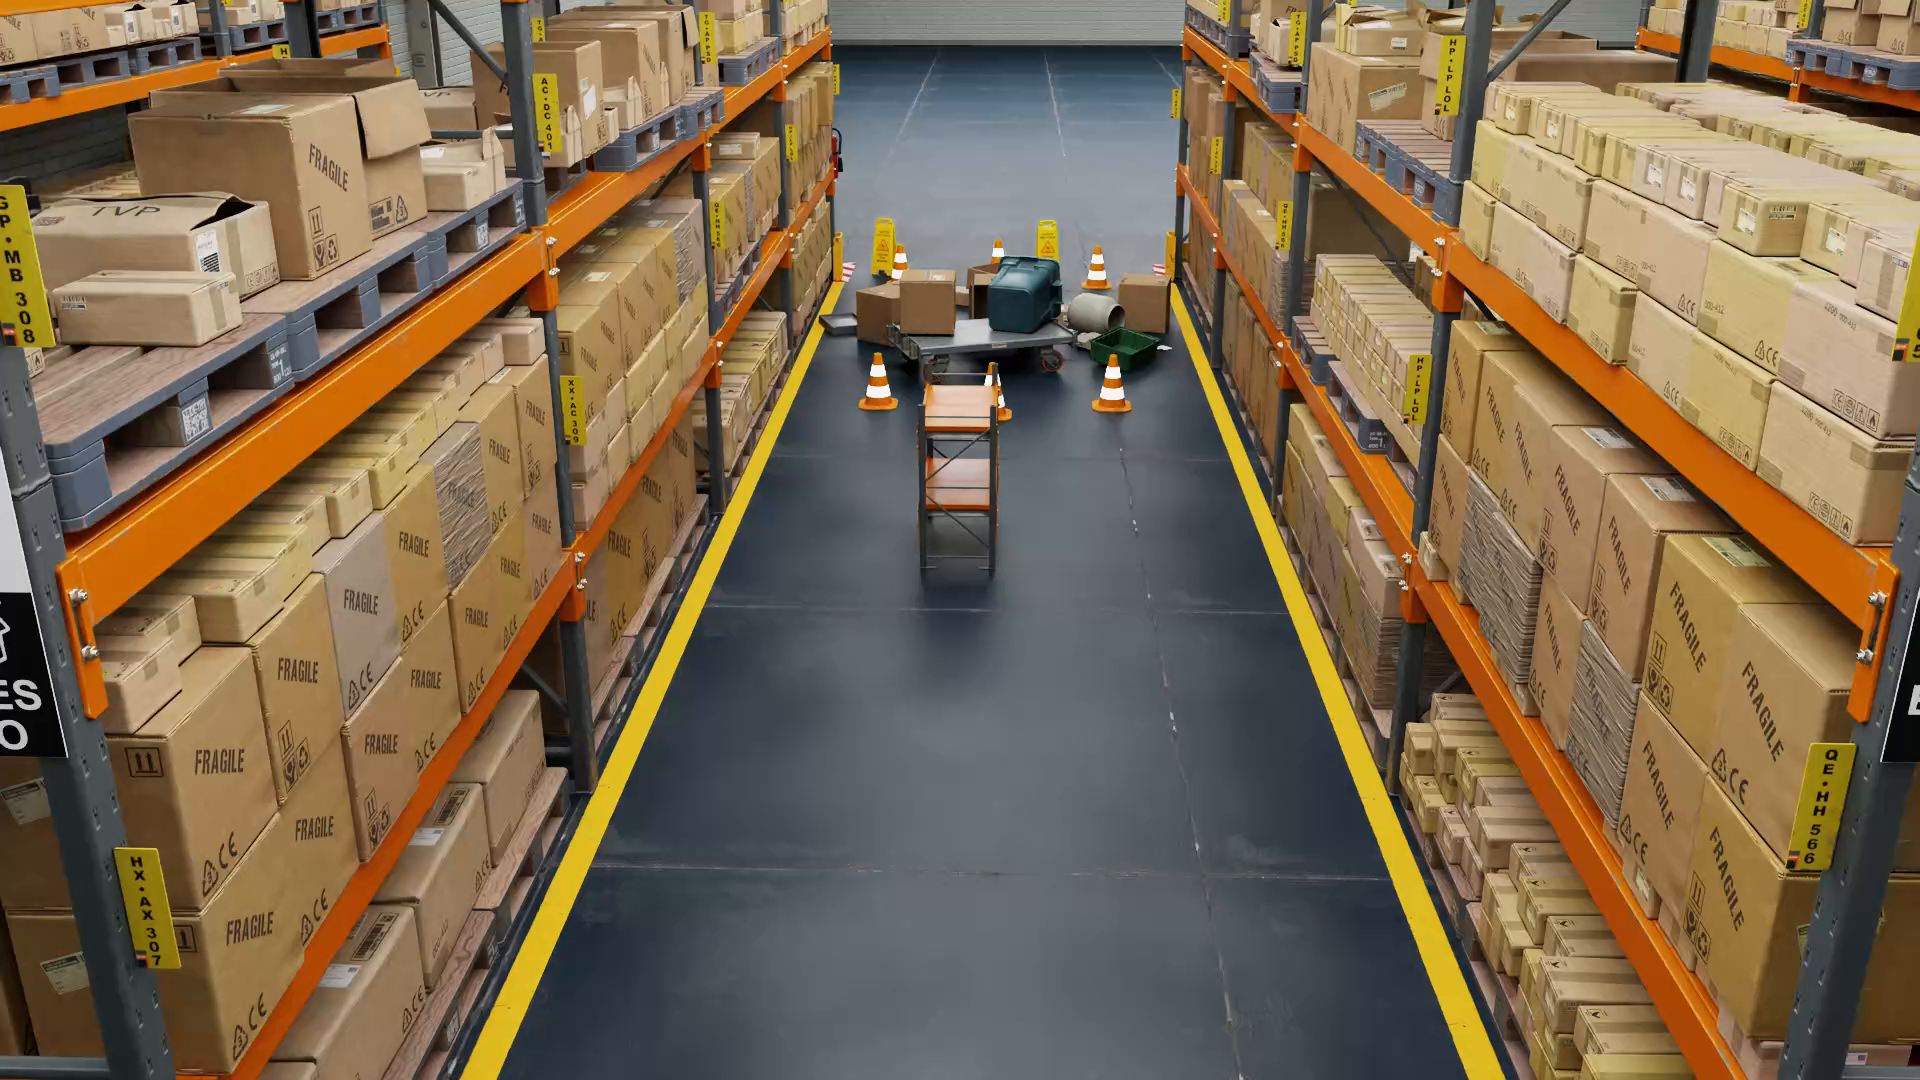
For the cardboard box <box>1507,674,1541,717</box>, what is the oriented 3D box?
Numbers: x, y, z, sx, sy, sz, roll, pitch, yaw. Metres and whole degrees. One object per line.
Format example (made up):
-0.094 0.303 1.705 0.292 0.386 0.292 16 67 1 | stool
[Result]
2.303 0.554 6.301 0.380 0.149 0.250 2 21 4 | cardboard box

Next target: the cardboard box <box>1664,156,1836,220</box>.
2.296 -1.025 4.844 0.380 0.149 0.250 1 21 3 | cardboard box

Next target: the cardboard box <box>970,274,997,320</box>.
0.501 -2.393 16.814 0.797 0.637 0.503 1 21 2 | cardboard box

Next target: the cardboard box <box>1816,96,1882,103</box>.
8.096 -3.751 15.118 0.500 0.500 0.500 1 21 2 | cardboard box

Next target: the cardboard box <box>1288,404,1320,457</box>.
2.489 -0.718 11.071 0.500 0.250 0.500 0 21 -1 | cardboard box

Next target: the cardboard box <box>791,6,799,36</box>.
-1.784 -4.858 15.553 0.500 0.250 0.500 0 21 1 | cardboard box

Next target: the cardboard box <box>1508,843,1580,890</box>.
2.386 1.316 6.529 0.380 0.149 0.250 0 21 -1 | cardboard box

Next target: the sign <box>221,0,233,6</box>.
-6.496 -4.886 14.677 0.100 0.325 0.005 1 21 2 | sign

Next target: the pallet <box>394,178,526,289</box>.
-2.356 -1.217 6.496 1.003 0.211 1.213 1 21 2 | pallet

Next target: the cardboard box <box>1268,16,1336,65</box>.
2.484 -3.565 11.828 0.500 0.311 0.500 1 21 2 | cardboard box

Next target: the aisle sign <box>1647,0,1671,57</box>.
7.652 -5.624 18.282 0.394 0.787 0.004 1 21 2 | aisle sign

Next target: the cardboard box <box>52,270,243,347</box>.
-2.179 -0.624 4.473 0.380 0.149 0.250 1 21 4 | cardboard box

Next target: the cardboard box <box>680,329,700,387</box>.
-1.955 -1.162 10.584 0.500 0.250 0.500 1 21 3 | cardboard box

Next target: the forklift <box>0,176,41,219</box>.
-4.762 -0.471 8.690 1.130 2.935 3.031 0 21 1 | forklift

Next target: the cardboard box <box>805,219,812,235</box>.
-1.707 -3.153 16.795 0.380 0.149 0.250 2 21 5 | cardboard box

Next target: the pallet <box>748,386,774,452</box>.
-2.134 -1.025 13.878 1.003 0.211 1.213 1 21 2 | pallet

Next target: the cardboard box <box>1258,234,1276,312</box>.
2.514 -1.977 12.340 0.500 0.500 0.500 1 21 2 | cardboard box

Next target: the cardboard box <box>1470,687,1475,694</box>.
2.918 0.567 8.796 0.500 0.500 0.500 1 21 4 | cardboard box

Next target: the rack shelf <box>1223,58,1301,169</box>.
2.813 -3.371 12.917 1.077 0.370 4.000 1 21 2 | rack shelf

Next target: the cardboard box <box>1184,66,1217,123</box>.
2.945 -4.917 18.353 0.875 0.550 0.550 1 21 2 | cardboard box

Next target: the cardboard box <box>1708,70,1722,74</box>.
7.638 -4.661 17.462 0.500 0.500 0.500 1 21 2 | cardboard box

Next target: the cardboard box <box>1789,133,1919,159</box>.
2.893 -1.210 5.319 0.380 0.149 0.250 0 21 1 | cardboard box

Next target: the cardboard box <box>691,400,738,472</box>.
-2.172 -0.777 12.438 0.950 0.372 0.625 -1 21 -2 | cardboard box

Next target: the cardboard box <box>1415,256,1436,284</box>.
3.195 -1.758 10.858 0.380 0.149 0.250 0 21 0 | cardboard box

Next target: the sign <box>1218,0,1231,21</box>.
2.319 -4.713 14.557 0.100 0.325 0.005 1 21 2 | sign

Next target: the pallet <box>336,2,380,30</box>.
-6.964 -5.650 17.919 1.003 0.211 1.213 1 21 2 | pallet

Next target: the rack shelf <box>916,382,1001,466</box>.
0.000 -0.795 11.213 0.538 0.278 1.000 1 21 2 | rack shelf

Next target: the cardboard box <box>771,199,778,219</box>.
-1.817 -2.938 14.722 0.380 0.149 0.250 1 21 2 | cardboard box

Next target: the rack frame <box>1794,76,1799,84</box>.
7.828 -2.940 14.958 1.000 3.000 0.127 1 21 2 | rack frame

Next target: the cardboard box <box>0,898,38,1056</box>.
-2.692 1.066 4.496 0.500 0.500 0.500 1 21 2 | cardboard box

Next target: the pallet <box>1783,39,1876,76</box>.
7.703 -4.028 13.877 1.213 0.211 1.003 1 21 2 | pallet

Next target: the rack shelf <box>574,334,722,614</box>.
-2.260 -0.544 9.778 1.077 0.370 4.000 1 21 2 | rack shelf

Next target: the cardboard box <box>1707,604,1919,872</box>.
2.274 0.488 4.192 0.500 0.500 0.500 0 21 1 | cardboard box

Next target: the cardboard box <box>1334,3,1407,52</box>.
2.448 -3.057 9.917 0.396 0.266 0.258 1 21 2 | cardboard box

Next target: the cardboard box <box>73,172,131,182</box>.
-7.320 -3.047 14.200 0.380 0.149 0.250 0 21 1 | cardboard box

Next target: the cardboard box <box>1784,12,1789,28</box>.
7.649 -4.670 14.928 0.380 0.149 0.250 1 21 2 | cardboard box

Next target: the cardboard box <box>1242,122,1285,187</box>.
2.864 -3.364 14.531 0.700 0.500 0.500 0 21 1 | cardboard box

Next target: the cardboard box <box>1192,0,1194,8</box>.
2.649 -5.698 17.548 0.380 0.149 0.250 1 21 2 | cardboard box

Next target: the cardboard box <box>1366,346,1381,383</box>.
2.481 -0.978 9.259 0.380 0.149 0.250 1 21 2 | cardboard box

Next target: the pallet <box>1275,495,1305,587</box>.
2.727 -0.002 11.242 1.003 0.211 1.213 1 21 2 | pallet

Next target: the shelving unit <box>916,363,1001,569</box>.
0.000 -0.522 11.319 0.538 1.125 1.048 1 21 2 | shelving unit

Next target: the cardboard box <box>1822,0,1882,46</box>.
7.715 -4.413 13.886 0.797 0.503 0.637 0 21 -1 | cardboard box

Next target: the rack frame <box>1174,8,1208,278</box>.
2.995 -4.477 18.921 1.000 3.000 0.127 1 21 2 | rack frame

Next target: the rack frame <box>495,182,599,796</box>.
-2.321 -0.156 7.785 1.000 3.000 0.127 1 21 2 | rack frame

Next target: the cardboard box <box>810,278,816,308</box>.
-1.771 -2.558 17.195 0.500 0.250 0.500 0 21 1 | cardboard box

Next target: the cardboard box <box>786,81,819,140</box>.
-1.767 -4.222 16.333 0.700 0.500 0.500 0 21 0 | cardboard box

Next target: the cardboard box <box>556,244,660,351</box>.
-2.005 -1.377 9.412 0.500 0.500 0.500 0 21 1 | cardboard box

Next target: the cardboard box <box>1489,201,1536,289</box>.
2.346 -1.121 6.332 0.500 0.250 0.500 0 21 1 | cardboard box

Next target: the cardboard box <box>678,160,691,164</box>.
-2.422 -2.904 13.736 0.500 0.500 0.500 1 21 1 | cardboard box

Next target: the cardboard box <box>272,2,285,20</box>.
-6.698 -5.062 15.911 0.380 0.149 0.250 1 21 3 | cardboard box

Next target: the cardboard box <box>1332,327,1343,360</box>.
2.514 -1.211 10.271 0.380 0.149 0.250 2 21 4 | cardboard box

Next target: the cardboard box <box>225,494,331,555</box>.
-2.150 -0.029 5.041 0.380 0.149 0.250 1 21 2 | cardboard box

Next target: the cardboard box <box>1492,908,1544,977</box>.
2.263 1.541 6.360 0.380 0.149 0.250 1 21 2 | cardboard box

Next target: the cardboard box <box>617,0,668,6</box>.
-2.501 -4.419 13.560 0.500 0.250 0.500 0 21 0 | cardboard box

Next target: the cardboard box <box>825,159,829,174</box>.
-1.650 -4.147 18.418 0.380 0.149 0.250 0 21 1 | cardboard box

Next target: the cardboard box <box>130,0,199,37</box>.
-6.817 -4.437 14.075 0.500 0.311 0.500 0 21 0 | cardboard box
